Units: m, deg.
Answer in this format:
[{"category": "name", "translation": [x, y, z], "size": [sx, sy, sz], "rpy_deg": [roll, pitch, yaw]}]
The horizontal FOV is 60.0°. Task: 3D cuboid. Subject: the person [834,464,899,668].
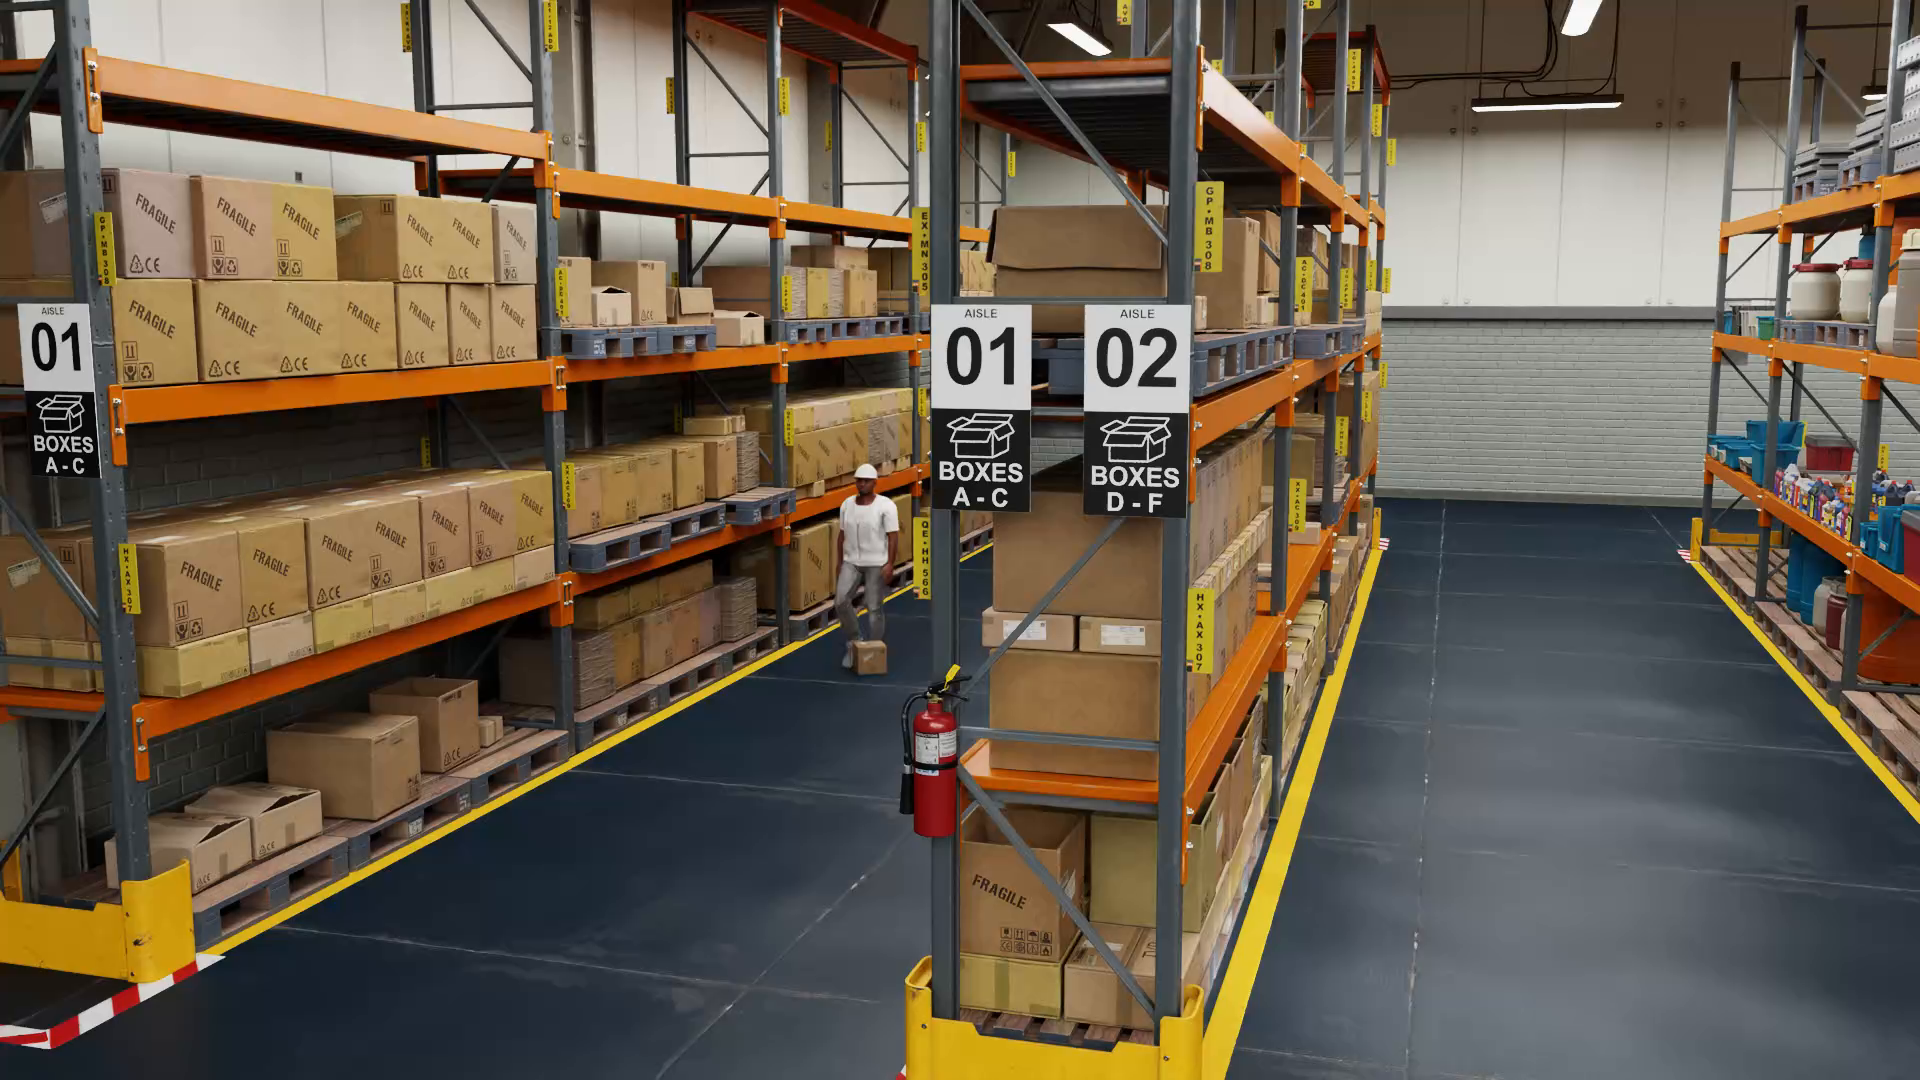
[{"category": "person", "translation": [-0.846, 0.241, 14.558], "size": [0.621, 1.808, 0.509], "rpy_deg": [3, 9, 18]}]
